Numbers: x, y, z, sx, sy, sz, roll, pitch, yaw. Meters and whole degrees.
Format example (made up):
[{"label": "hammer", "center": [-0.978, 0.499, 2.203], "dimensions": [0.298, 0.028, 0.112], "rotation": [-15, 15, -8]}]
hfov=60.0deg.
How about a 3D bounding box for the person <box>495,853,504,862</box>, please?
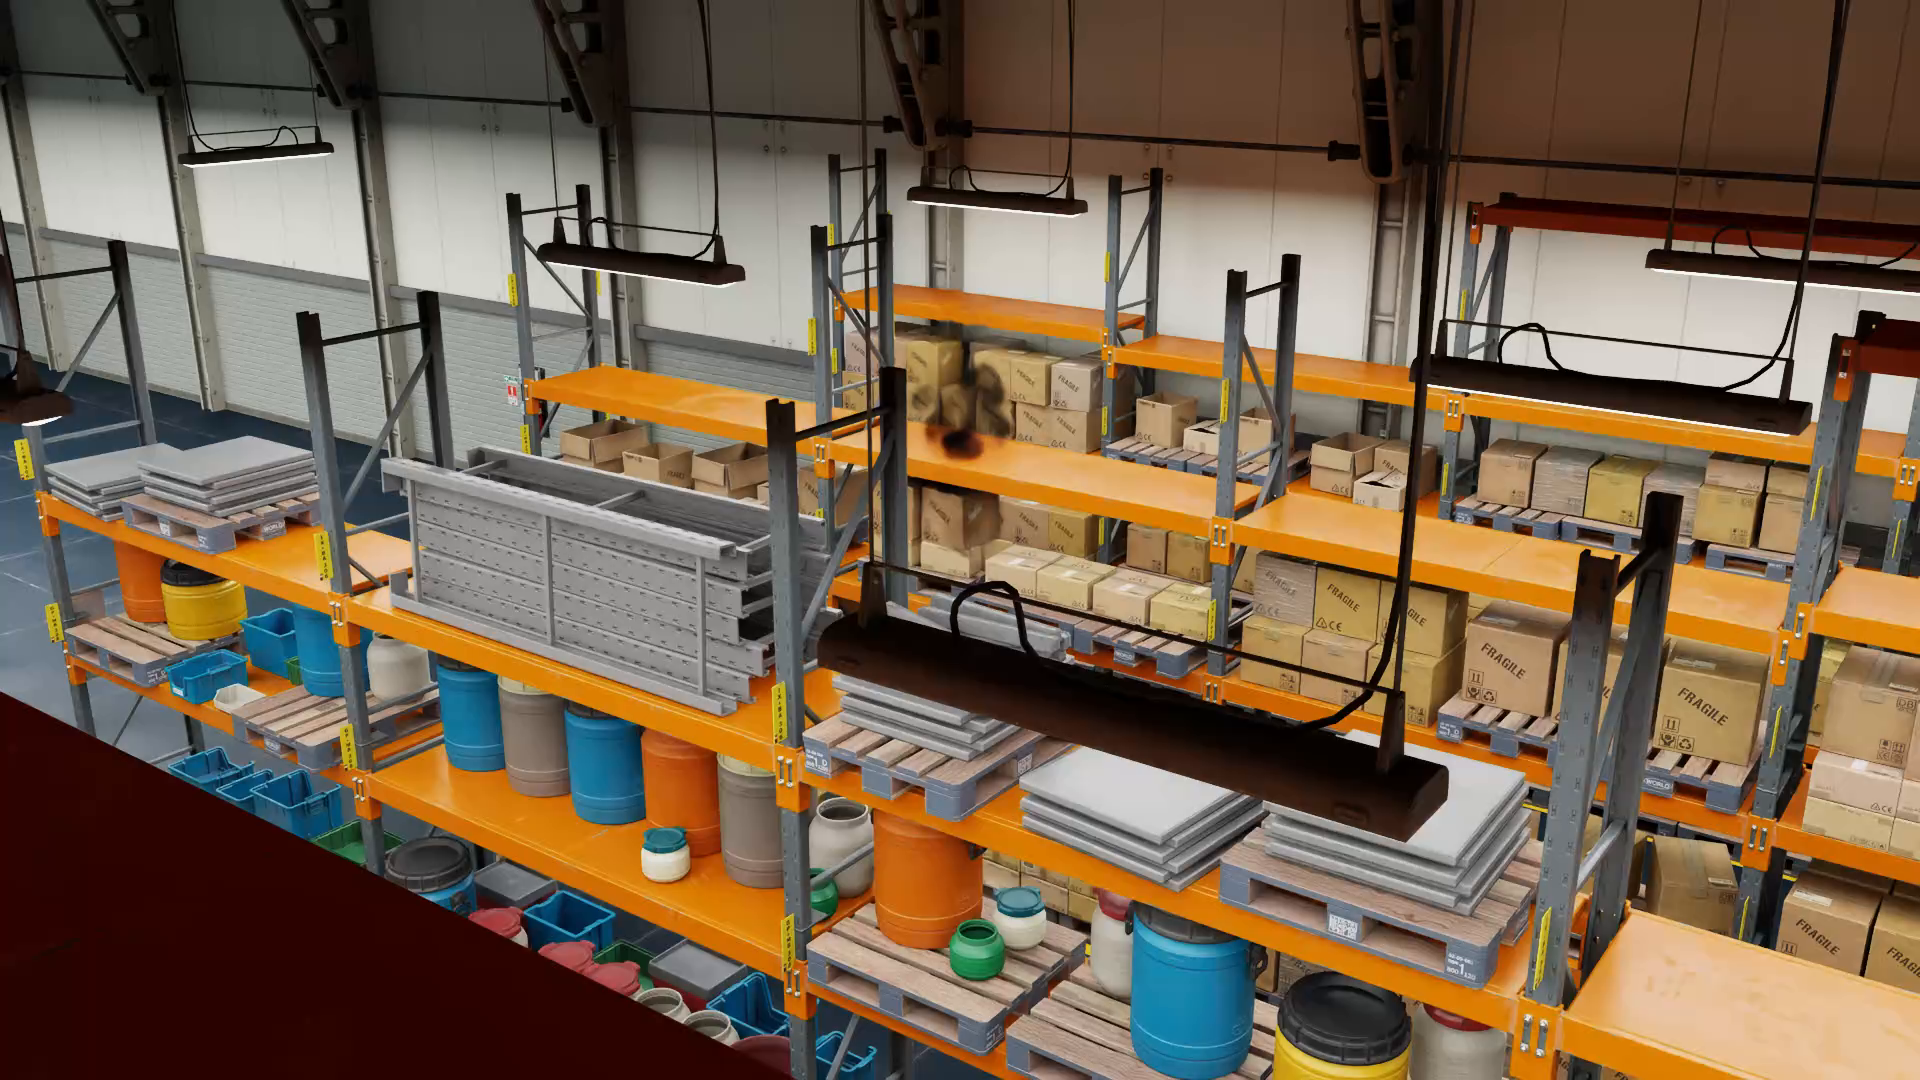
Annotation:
[{"label": "person", "center": [-4.054, 2.495, 14.889], "dimensions": [0.899, 1.746, 0.665], "rotation": [8, 20, 22]}]
